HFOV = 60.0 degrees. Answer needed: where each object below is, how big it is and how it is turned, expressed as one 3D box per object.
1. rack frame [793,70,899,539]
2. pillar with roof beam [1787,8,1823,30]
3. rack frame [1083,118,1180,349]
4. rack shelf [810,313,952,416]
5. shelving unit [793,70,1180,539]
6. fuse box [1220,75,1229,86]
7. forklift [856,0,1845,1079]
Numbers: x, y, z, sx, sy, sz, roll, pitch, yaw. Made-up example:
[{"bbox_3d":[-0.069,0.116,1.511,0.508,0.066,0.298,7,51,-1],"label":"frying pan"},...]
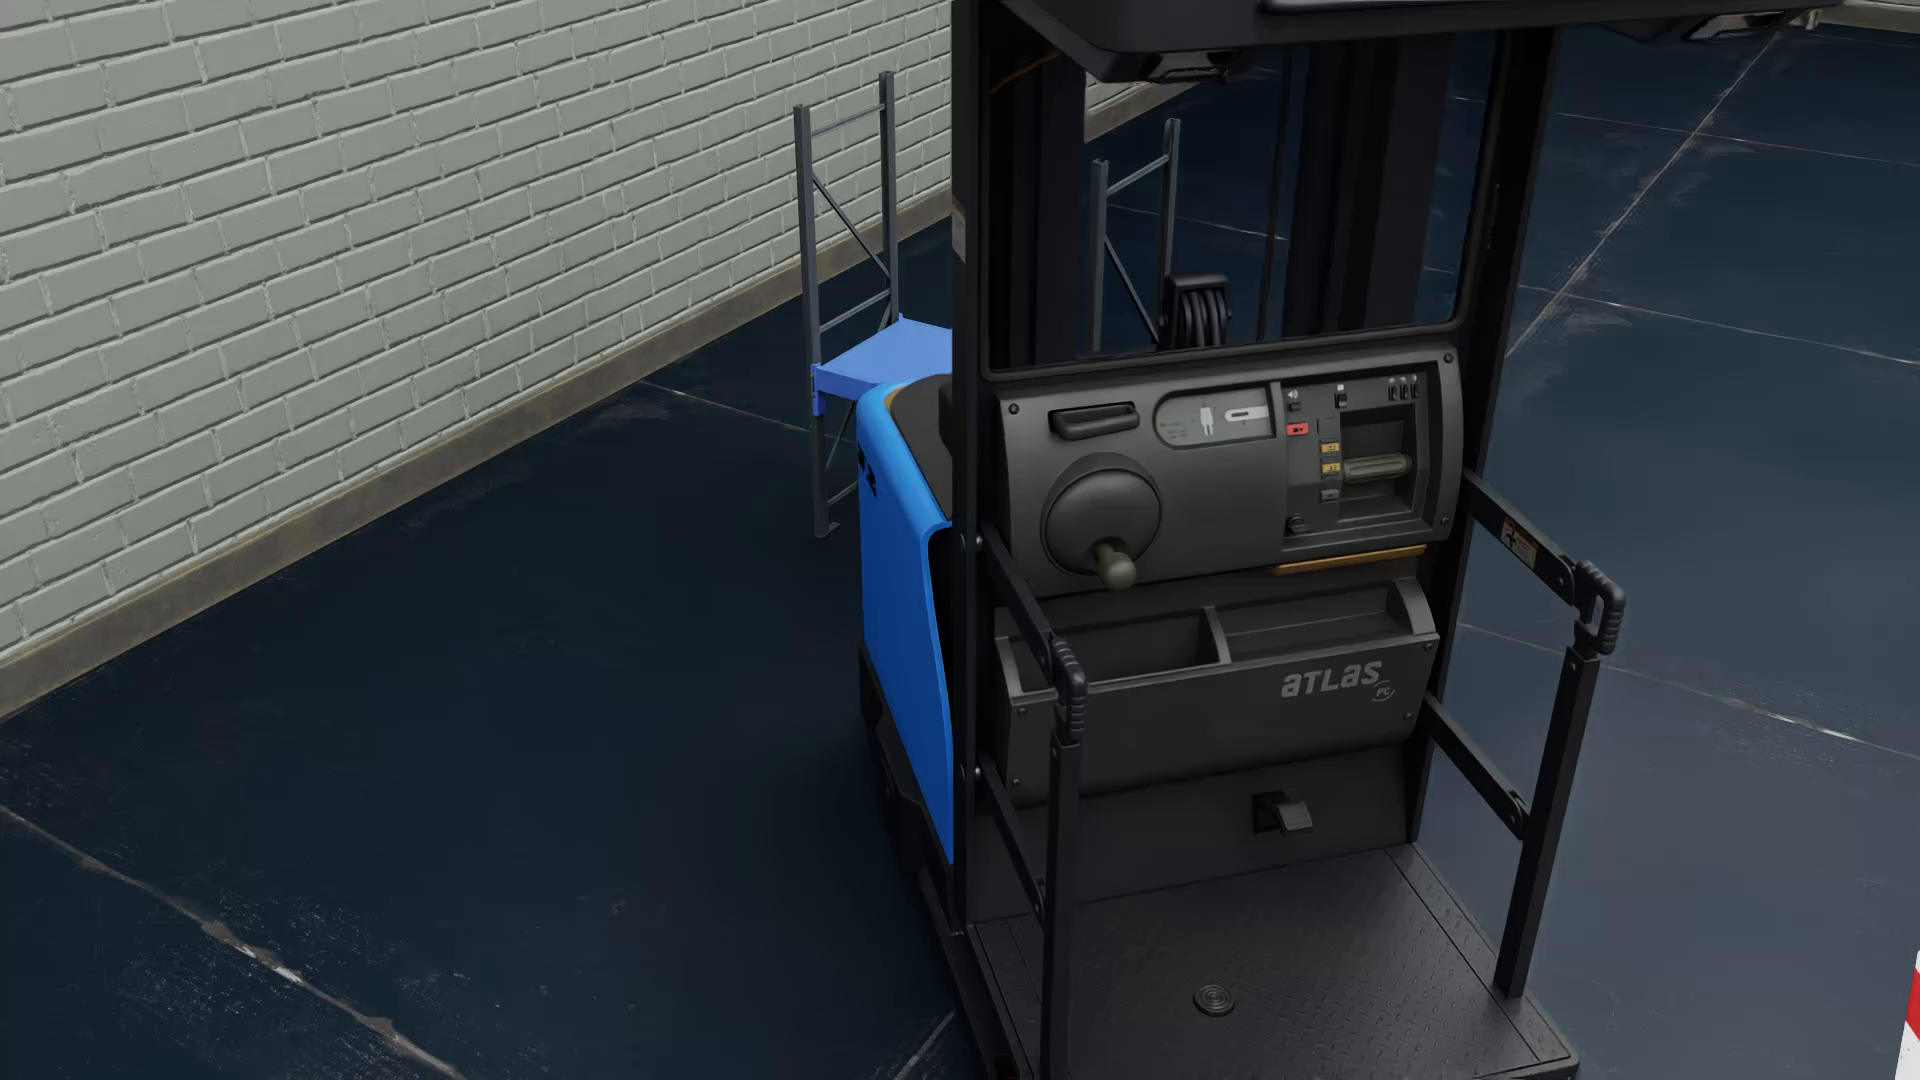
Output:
[{"bbox_3d":[-0.358,-0.761,5.566,0.032,1.500,0.500,18,35,27],"label":"rack frame"},{"bbox_3d":[3.847,-5.889,6.914,0.400,9.000,9.100,18,35,27],"label":"pillar with roof beam"},{"bbox_3d":[0.503,-0.489,5.099,0.032,1.500,0.500,18,35,27],"label":"rack frame"},{"bbox_3d":[0.072,-0.470,5.424,1.000,0.185,0.538,18,35,27],"label":"rack shelf"},{"bbox_3d":[0.072,-0.625,5.333,1.048,1.500,0.538,18,35,27],"label":"shelving unit"},{"bbox_3d":[1.757,-3.710,10.412,0.414,1.711,0.539,18,35,27],"label":"fuse box"},{"bbox_3d":[0.587,-0.090,2.996,1.130,2.935,3.031,-8,31,-13],"label":"forklift"}]
